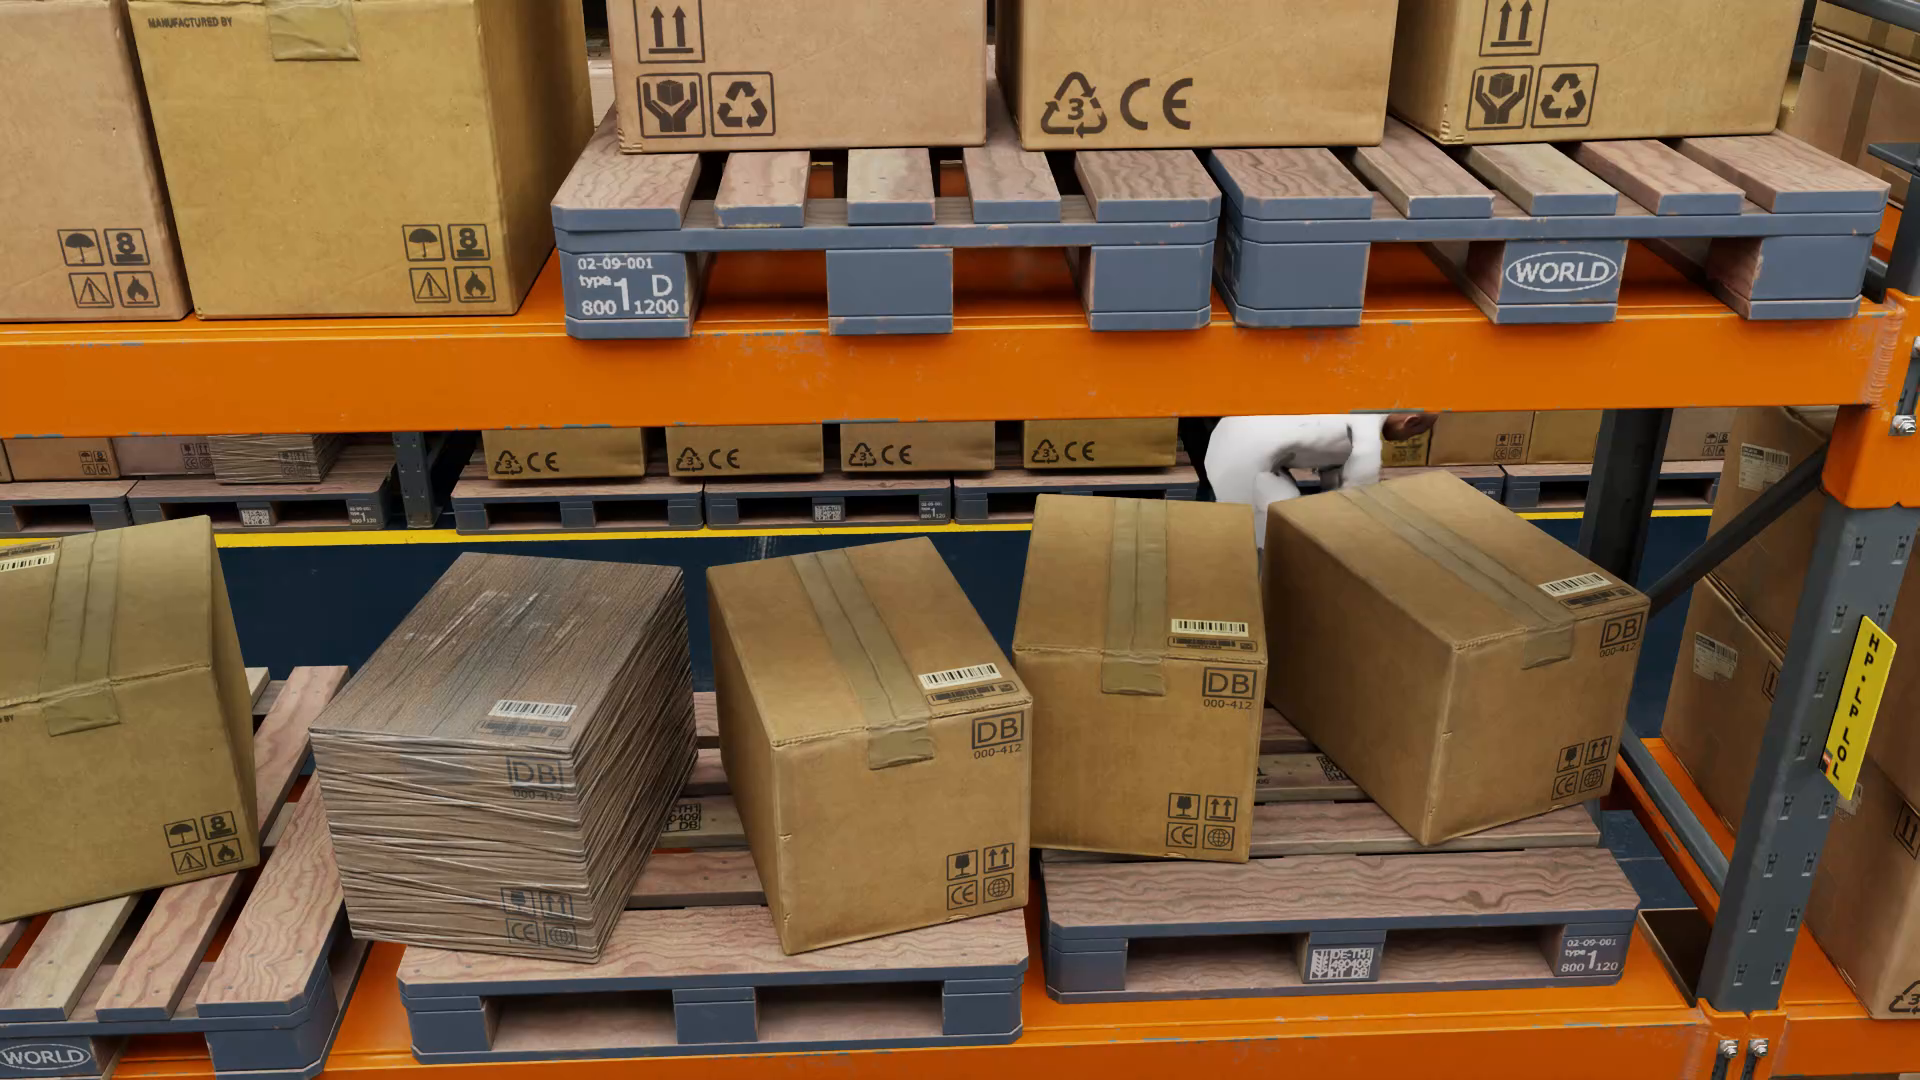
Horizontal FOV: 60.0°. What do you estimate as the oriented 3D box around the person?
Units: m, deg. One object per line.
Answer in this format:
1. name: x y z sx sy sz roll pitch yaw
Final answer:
1. person: 1.467 -0.062 6.886 0.939 1.204 0.555 -2 27 -4
